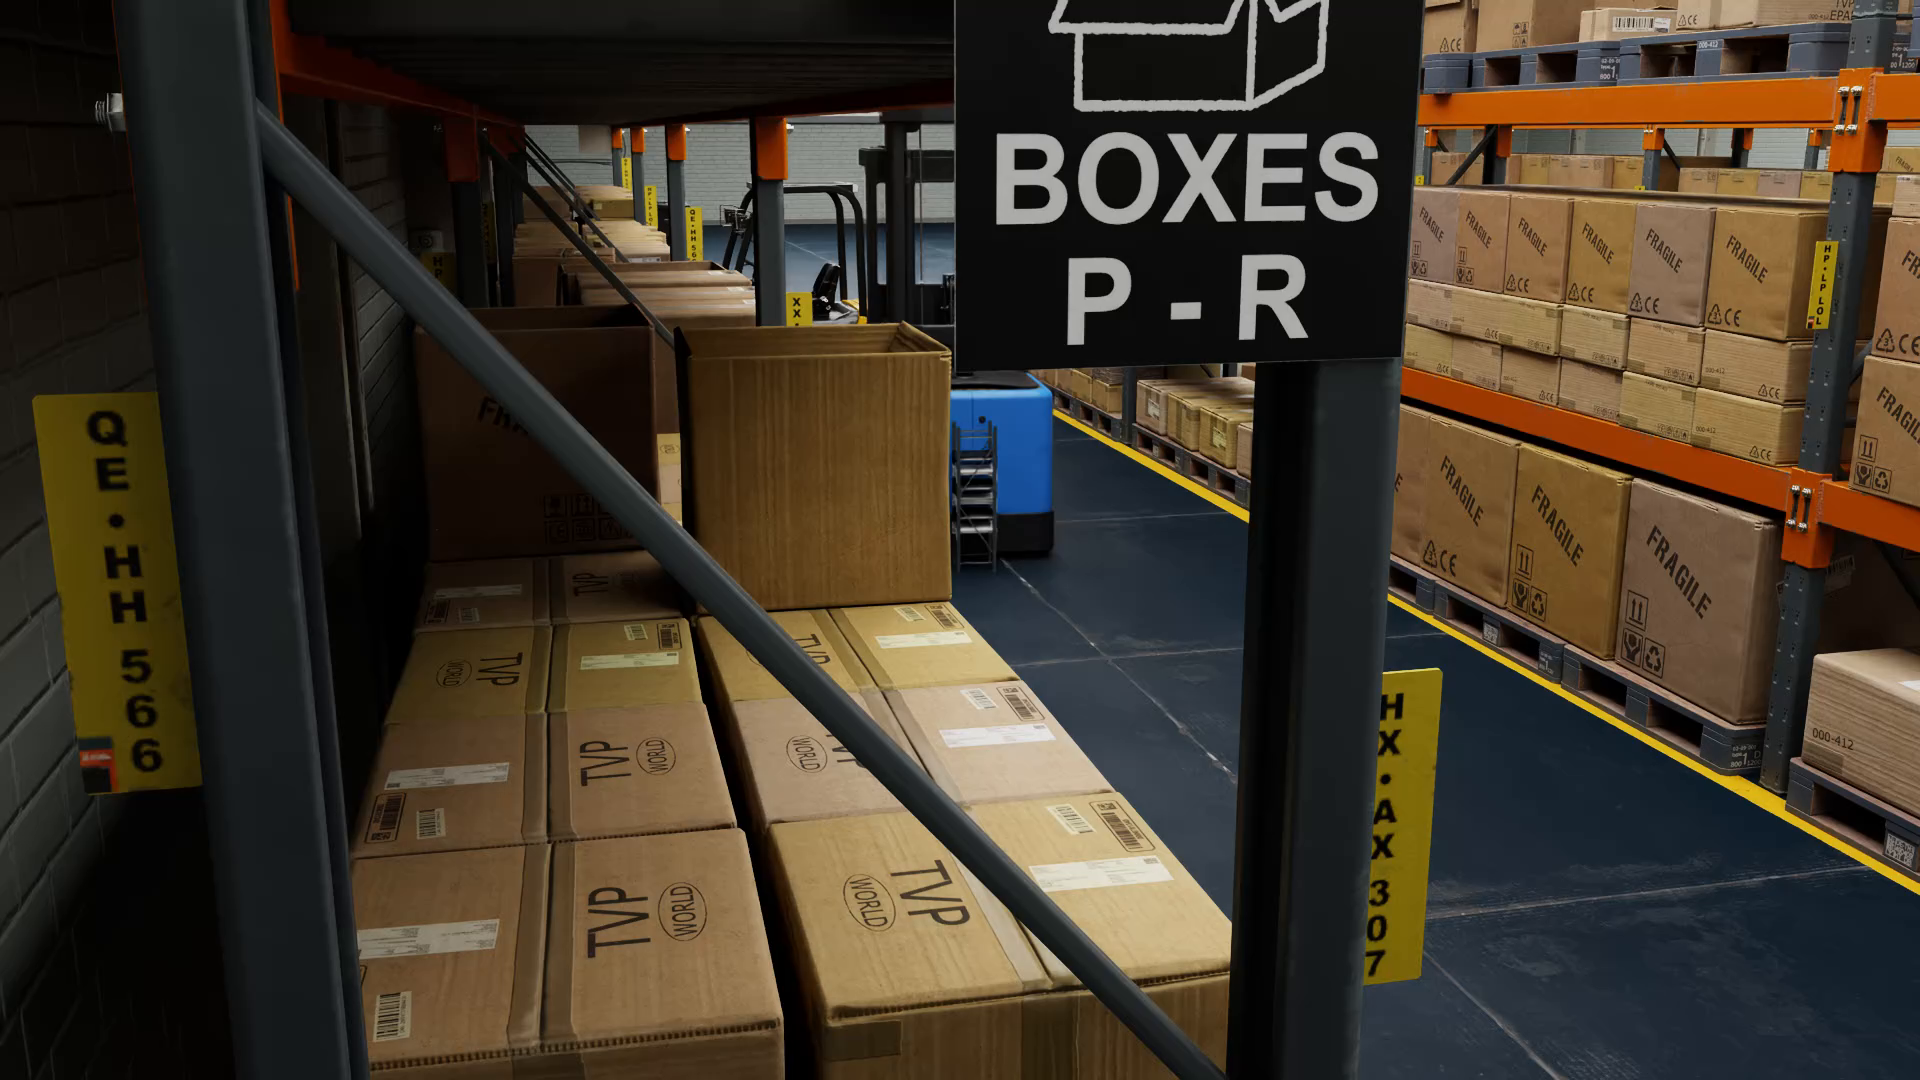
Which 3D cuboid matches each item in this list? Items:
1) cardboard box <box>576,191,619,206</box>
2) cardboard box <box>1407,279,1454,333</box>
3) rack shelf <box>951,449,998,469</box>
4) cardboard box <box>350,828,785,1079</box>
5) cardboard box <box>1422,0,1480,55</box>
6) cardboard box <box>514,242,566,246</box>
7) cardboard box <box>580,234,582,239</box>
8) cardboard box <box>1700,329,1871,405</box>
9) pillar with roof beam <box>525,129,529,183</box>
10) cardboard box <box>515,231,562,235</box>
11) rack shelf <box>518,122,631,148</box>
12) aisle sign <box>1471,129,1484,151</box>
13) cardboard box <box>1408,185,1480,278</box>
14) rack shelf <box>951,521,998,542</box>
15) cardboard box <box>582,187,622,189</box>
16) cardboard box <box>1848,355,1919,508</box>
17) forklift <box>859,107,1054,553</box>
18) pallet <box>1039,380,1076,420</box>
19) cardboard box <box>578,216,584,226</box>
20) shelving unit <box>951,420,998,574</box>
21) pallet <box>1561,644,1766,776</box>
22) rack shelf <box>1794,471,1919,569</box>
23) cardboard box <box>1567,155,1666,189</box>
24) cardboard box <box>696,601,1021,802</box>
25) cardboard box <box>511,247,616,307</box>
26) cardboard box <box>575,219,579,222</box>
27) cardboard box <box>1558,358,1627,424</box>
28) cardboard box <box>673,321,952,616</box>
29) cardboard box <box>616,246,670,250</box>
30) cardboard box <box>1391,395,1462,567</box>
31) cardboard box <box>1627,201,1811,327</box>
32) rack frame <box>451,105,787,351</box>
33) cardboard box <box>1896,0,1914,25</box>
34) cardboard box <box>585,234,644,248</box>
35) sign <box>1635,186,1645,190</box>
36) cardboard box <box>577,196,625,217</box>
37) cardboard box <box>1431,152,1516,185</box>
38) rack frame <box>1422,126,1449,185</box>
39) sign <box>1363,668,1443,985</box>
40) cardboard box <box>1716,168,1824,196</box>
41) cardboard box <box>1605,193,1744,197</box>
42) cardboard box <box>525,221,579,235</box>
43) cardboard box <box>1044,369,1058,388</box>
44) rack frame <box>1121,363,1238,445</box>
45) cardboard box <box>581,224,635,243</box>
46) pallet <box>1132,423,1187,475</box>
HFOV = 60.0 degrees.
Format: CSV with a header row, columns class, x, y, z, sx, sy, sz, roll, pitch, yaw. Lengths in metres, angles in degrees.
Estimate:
class,x,y,z,sx,sy,sz,roll,pitch,yaw
cardboard box,-3.174,-2.981,14.605,0.380,0.149,0.250,-3,14,-13
cardboard box,2.830,-1.308,9.225,0.500,0.250,0.500,-3,14,-12
rack shelf,0.088,-0.491,10.045,0.258,0.077,0.200,-2,14,-7
cardboard box,-0.480,0.572,1.956,0.500,0.250,0.500,-3,14,-12
cardboard box,3.066,-3.021,9.550,0.797,0.503,0.637,-4,14,-17
cardboard box,-2.563,-1.708,10.022,0.380,0.149,0.250,-4,14,-14
cardboard box,-2.783,-2.199,13.397,0.500,0.500,0.500,-4,14,-15
cardboard box,3.430,-0.724,6.832,0.500,0.250,0.500,-3,14,-13
pillar with roof beam,-7.446,-12.821,44.443,9.100,9.000,0.548,-3,14,-13
cardboard box,-2.810,-2.007,11.245,0.380,0.149,0.250,-3,14,-14
rack shelf,-3.402,-3.603,14.549,1.077,0.370,4.000,-3,14,-13
aisle sign,6.015,-4.829,18.895,0.394,0.787,0.004,-3,14,-13
cardboard box,2.709,-1.795,9.638,0.500,0.500,0.500,-4,14,-15
rack shelf,0.088,-0.054,10.152,0.258,0.077,0.200,-2,14,-7
cardboard box,-3.407,-3.280,15.827,0.380,0.149,0.250,-3,14,-12
cardboard box,3.626,-0.391,5.998,0.500,0.500,0.500,-3,14,-11
forklift,-0.110,-1.631,11.425,1.130,2.935,3.031,-2,14,-7
pallet,1.409,-1.392,16.178,1.003,0.211,1.213,-3,14,-13
cardboard box,-3.222,-2.899,14.893,0.380,0.149,0.250,-3,14,-14
shelving unit,0.088,-0.262,10.101,0.258,0.900,0.210,-2,14,-7
pallet,3.516,0.715,7.555,1.003,0.211,1.213,-3,14,-13
rack shelf,4.240,0.345,4.709,1.077,0.370,4.000,-3,14,-13
cardboard box,6.384,-3.415,15.994,0.875,0.550,0.550,-3,14,-13
cardboard box,-0.200,0.310,3.026,0.500,0.250,0.500,-4,14,-14
cardboard box,-2.024,-1.236,8.570,0.500,0.500,0.500,-3,14,-11
cardboard box,-3.388,-2.786,15.799,0.500,0.500,0.500,-3,14,-11
cardboard box,3.201,-0.717,7.858,0.500,0.250,0.500,-4,14,-15
cardboard box,-0.312,-0.167,3.399,0.500,0.500,0.500,-3,14,-12
cardboard box,-1.846,-1.626,9.685,0.380,0.149,0.250,-3,14,-12
cardboard box,2.912,-0.396,9.821,0.875,0.875,0.875,-3,14,-14
cardboard box,3.293,-1.208,7.234,0.500,0.500,0.500,-3,14,-12
rack frame,-1.054,-0.188,5.377,1.000,3.000,0.127,-3,14,-13
cardboard box,3.993,-2.196,6.675,0.396,0.266,0.258,-3,14,-14
cardboard box,-2.250,-1.916,10.873,0.380,0.149,0.250,-3,14,-13
sign,6.140,-3.038,15.051,0.100,0.325,0.005,-3,14,-13
cardboard box,-2.885,-2.686,13.398,0.380,0.149,0.250,-3,14,-12
cardboard box,5.789,-4.043,18.563,0.875,0.550,0.550,-3,14,-13
rack frame,5.740,-3.533,19.068,1.000,3.000,0.127,-3,14,-13
sign,0.413,0.284,1.621,0.100,0.325,0.005,-3,14,-13
cardboard box,6.924,-2.912,14.208,0.700,0.500,0.500,-4,14,-14
cardboard box,3.557,-1.468,8.298,0.500,0.500,0.500,-4,14,-14
cardboard box,-3.058,-2.304,12.461,0.380,0.149,0.250,-4,14,-14
cardboard box,1.126,-1.657,16.299,0.500,0.250,0.500,-2,14,-9
rack frame,1.891,-2.311,14.067,1.000,3.000,0.127,-3,14,-13
cardboard box,-2.552,-2.213,12.087,0.380,0.149,0.250,-3,14,-13
pallet,2.076,-0.777,13.663,1.003,0.211,1.213,-3,14,-13
